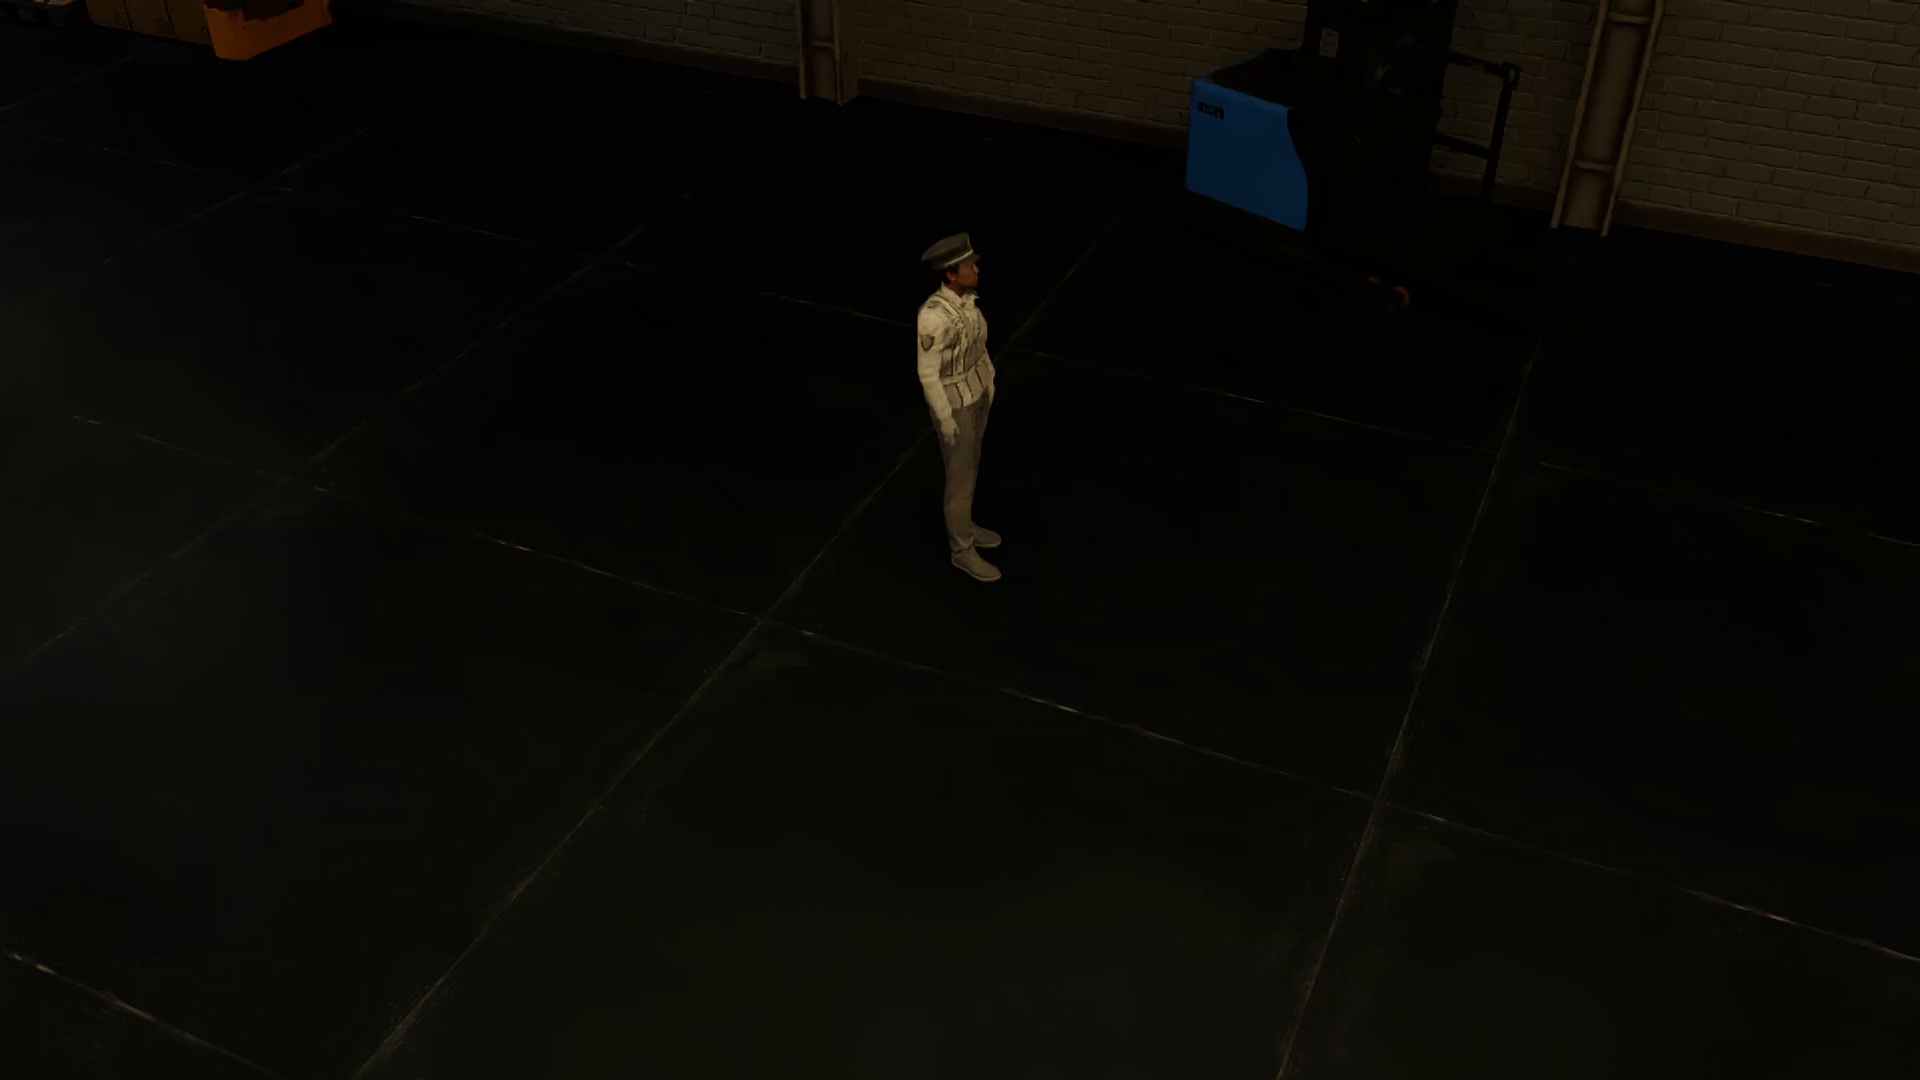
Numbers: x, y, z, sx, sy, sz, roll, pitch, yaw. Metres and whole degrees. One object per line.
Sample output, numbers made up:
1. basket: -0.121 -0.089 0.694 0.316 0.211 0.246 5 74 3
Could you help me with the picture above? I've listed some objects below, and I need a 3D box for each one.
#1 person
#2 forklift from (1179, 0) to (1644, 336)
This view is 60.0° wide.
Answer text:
1. person: 0.059 -0.676 8.086 0.533 1.695 0.586 15 38 20
2. forklift: 2.940 -2.989 10.277 3.031 2.935 1.130 30 45 35
